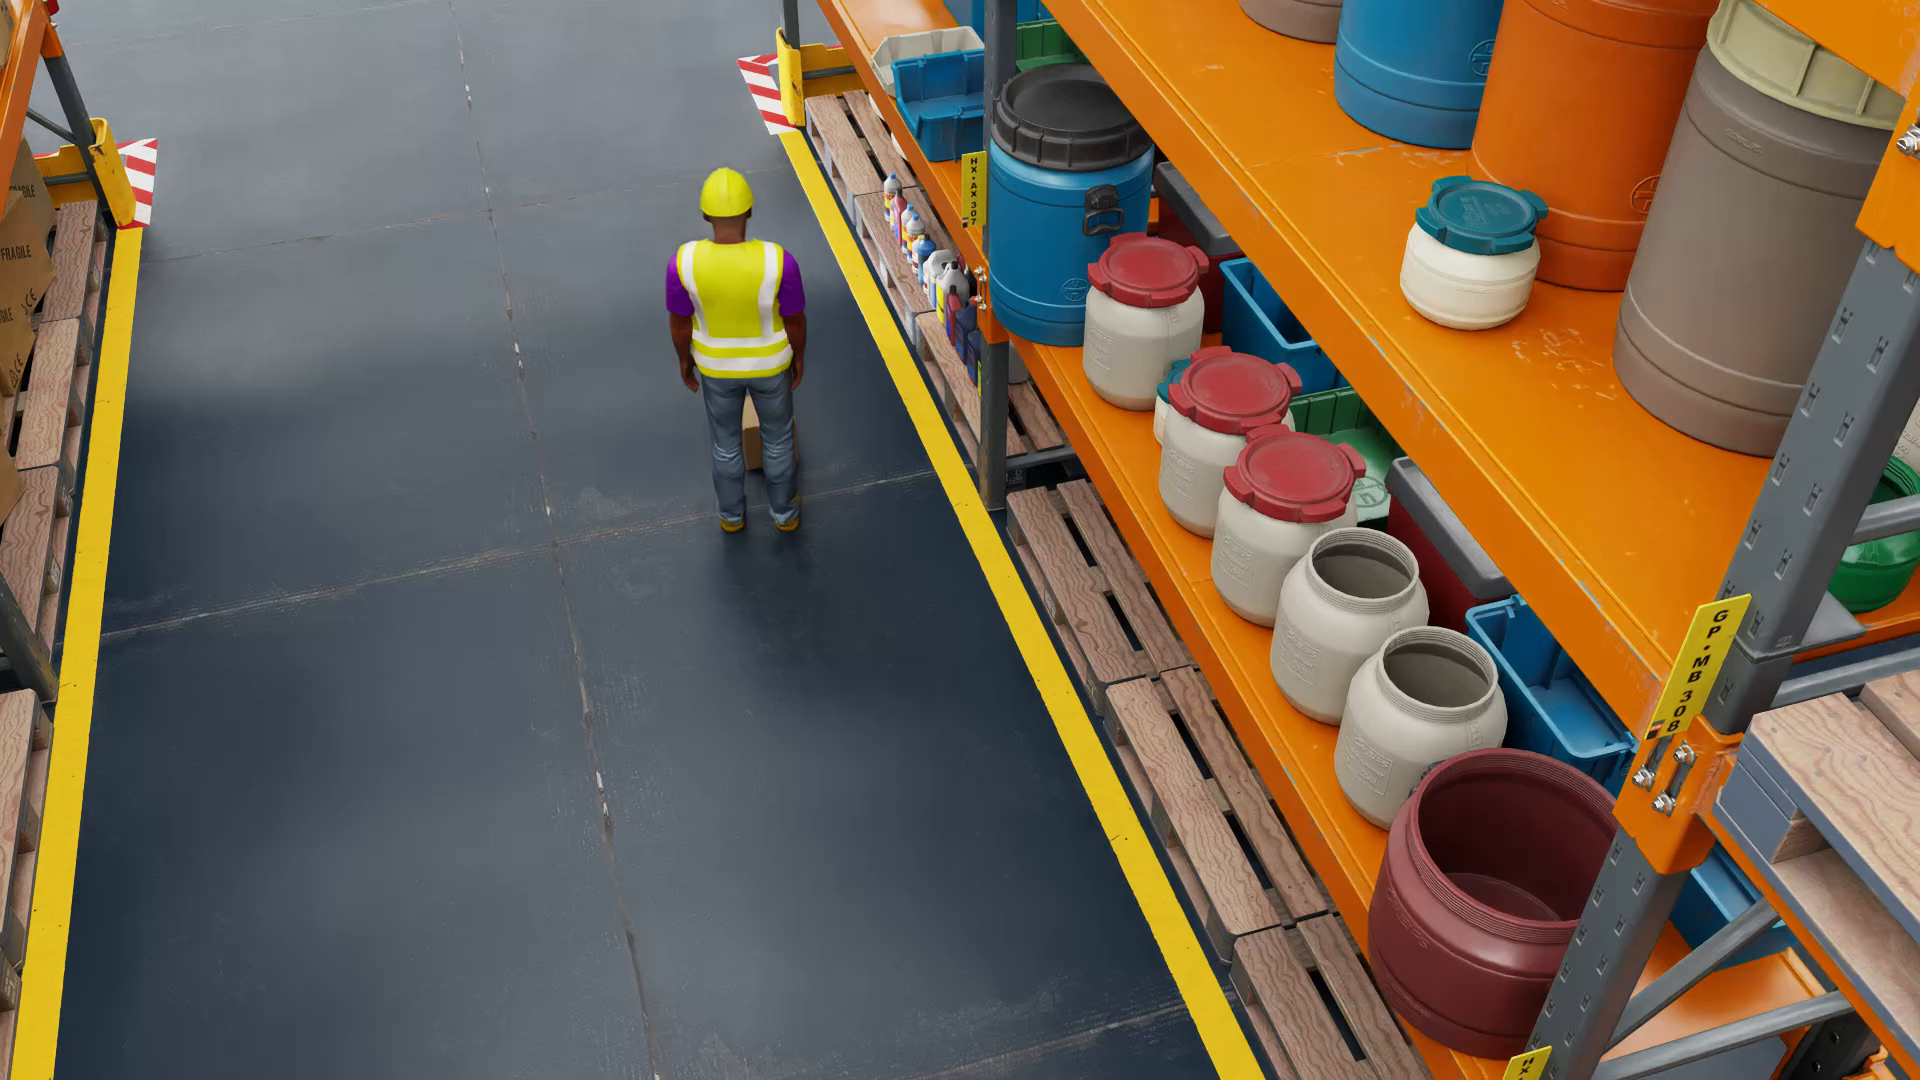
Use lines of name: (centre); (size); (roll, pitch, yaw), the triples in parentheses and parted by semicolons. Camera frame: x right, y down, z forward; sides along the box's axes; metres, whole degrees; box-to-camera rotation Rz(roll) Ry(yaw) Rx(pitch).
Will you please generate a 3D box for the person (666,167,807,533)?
person: (-0.910, -0.767, 6.989); (0.564, 1.770, 0.380); (-1, 42, -1)
